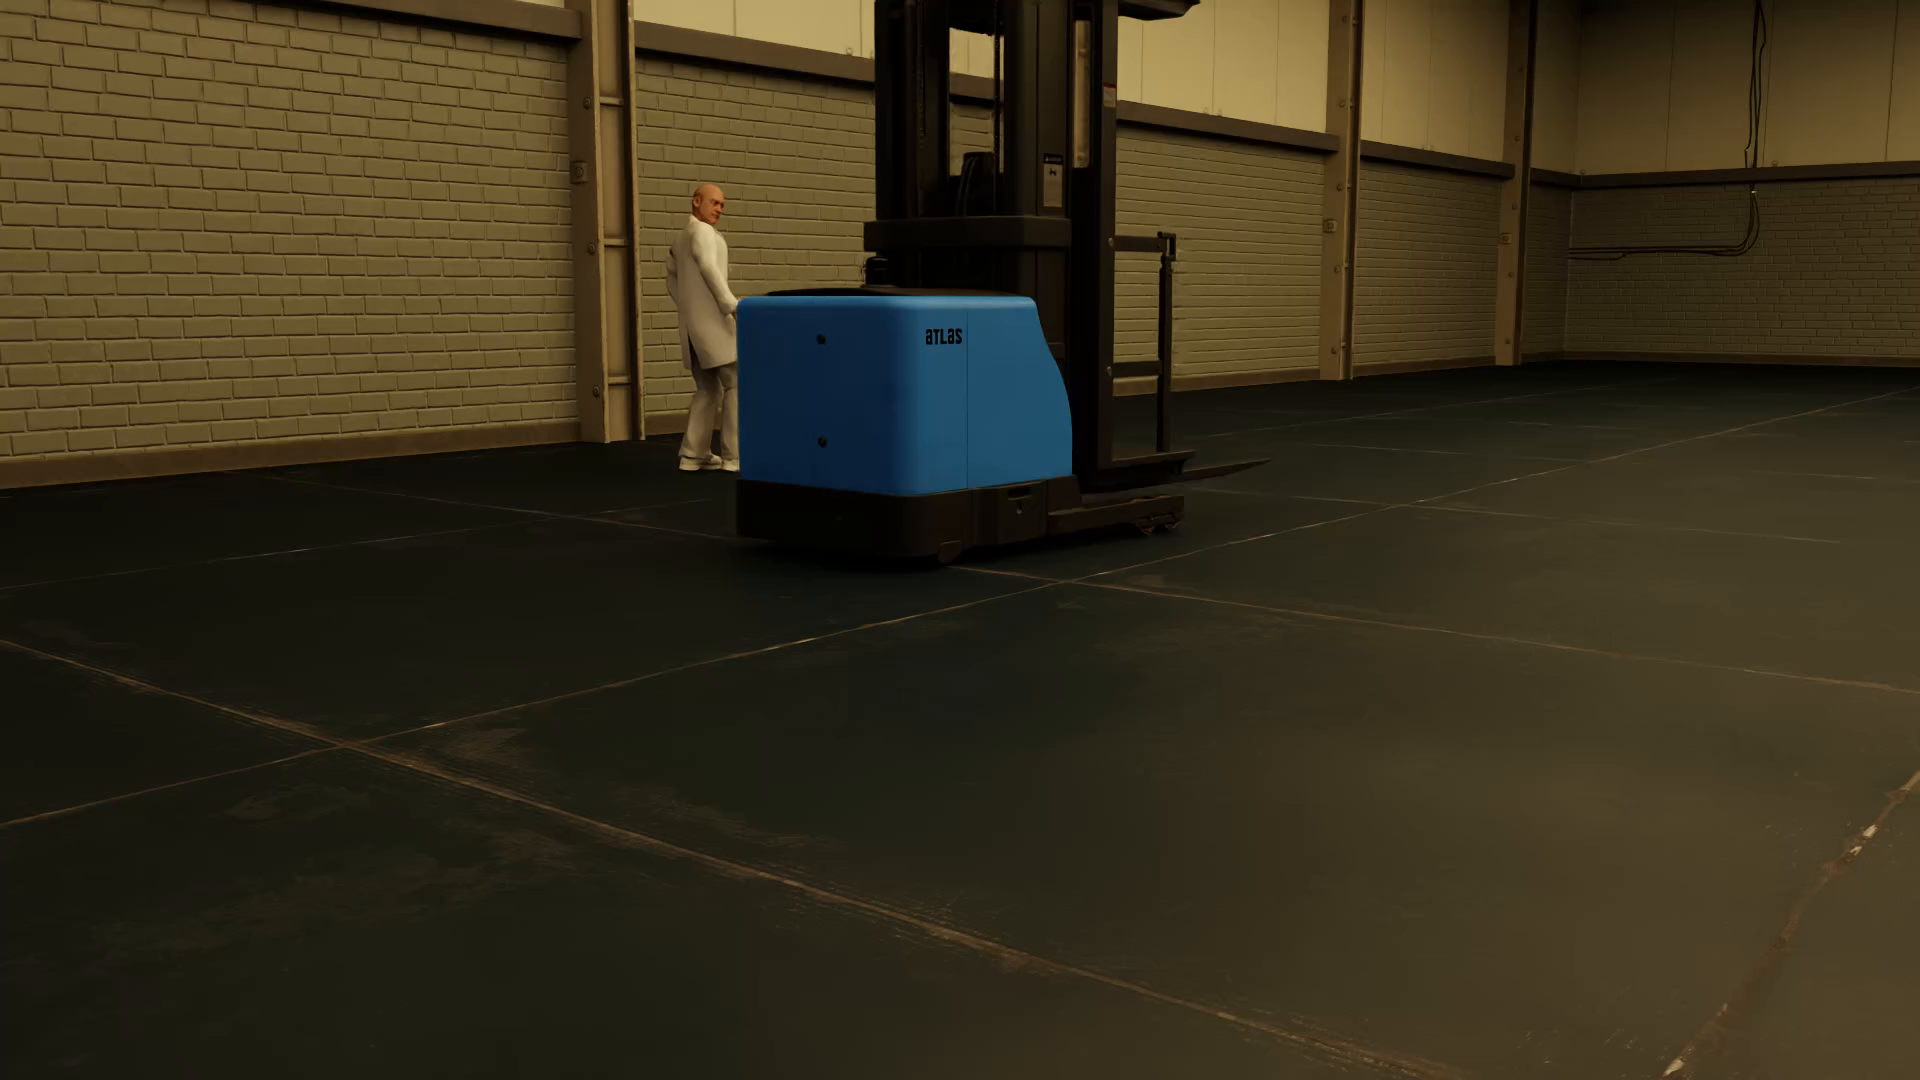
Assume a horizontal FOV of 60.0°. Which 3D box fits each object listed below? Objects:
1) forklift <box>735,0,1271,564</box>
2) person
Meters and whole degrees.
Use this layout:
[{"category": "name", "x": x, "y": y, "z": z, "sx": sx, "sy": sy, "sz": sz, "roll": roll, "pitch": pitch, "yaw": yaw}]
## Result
[{"category": "forklift", "x": 0.394, "y": -1.520, "z": 7.667, "sx": 1.130, "sy": 2.935, "sz": 3.031, "roll": 7, "pitch": 11, "yaw": 40}, {"category": "person", "x": -1.503, "y": -1.311, "z": 10.304, "sx": 0.557, "sy": 1.759, "sz": 0.799, "roll": -6, "pitch": 10, "yaw": -36}]
